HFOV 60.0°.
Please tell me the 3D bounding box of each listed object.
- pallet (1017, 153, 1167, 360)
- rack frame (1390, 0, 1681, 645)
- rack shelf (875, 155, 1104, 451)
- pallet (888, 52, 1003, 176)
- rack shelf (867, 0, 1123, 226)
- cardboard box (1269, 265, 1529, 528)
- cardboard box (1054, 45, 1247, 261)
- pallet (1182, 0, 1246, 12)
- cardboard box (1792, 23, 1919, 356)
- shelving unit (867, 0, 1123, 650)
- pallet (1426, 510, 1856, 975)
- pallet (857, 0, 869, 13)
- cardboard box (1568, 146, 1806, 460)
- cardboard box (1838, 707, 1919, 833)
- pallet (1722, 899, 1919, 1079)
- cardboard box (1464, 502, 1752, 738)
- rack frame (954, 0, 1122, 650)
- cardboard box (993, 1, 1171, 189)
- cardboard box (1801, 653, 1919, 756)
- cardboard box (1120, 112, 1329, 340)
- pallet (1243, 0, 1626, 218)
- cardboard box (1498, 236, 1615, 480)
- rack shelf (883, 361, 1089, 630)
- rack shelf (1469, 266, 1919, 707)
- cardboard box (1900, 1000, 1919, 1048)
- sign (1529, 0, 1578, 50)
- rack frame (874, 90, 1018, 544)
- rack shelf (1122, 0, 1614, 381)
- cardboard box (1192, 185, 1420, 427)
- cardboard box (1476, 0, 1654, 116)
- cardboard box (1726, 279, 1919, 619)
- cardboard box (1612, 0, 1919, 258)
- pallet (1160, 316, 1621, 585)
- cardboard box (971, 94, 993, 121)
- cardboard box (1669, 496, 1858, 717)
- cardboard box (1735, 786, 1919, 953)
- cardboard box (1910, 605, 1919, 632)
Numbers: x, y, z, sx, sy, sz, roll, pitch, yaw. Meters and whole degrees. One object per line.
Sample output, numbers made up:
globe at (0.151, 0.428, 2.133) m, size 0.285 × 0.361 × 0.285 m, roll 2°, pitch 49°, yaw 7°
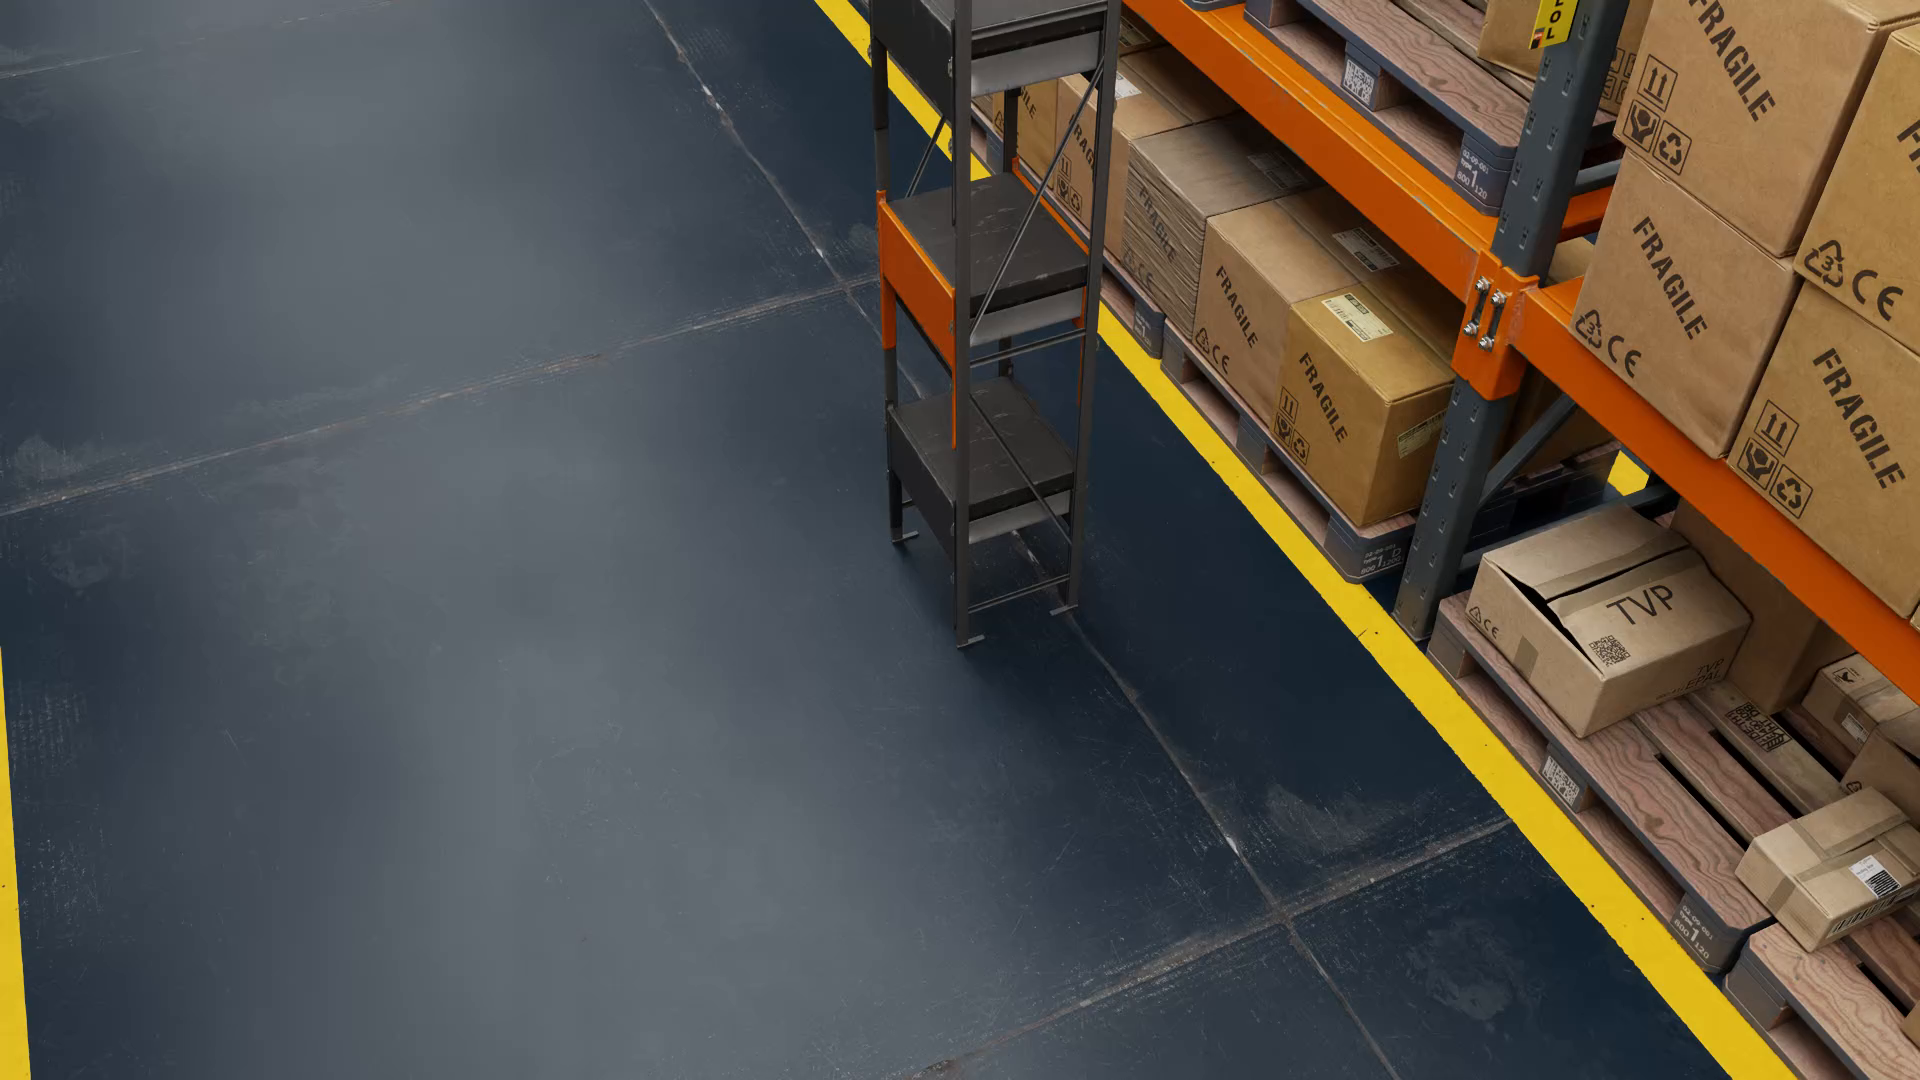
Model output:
pallet at (0.885, -1.237, 6.354) m, size 1.003 × 0.211 × 1.213 m, roll -18°, pitch 47°, yaw -17°
rack frame at (1.778, -0.944, 4.071) m, size 1.000 × 3.000 × 0.127 m, roll -18°, pitch 47°, yaw -17°
rack shelf at (0.070, -0.632, 4.415) m, size 0.431 × 0.518 × 0.480 m, roll -18°, pitch 47°, yaw -17°
pallet at (0.376, -2.014, 7.141) m, size 1.003 × 0.211 × 1.213 m, roll -18°, pitch 47°, yaw -17°
rack shelf at (0.070, -1.130, 3.924) m, size 0.431 × 0.518 × 0.480 m, roll -18°, pitch 47°, yaw -17°
cardboard box at (1.310, -0.441, 5.028) m, size 0.500 × 0.500 × 0.500 m, roll -18°, pitch 47°, yaw -18°
cardboard box at (0.684, -1.401, 6.001) m, size 0.500 × 0.500 × 0.500 m, roll -20°, pitch 48°, yaw -19°
pallet at (0.918, -2.187, 5.467) m, size 1.003 × 0.211 × 1.213 m, roll -18°, pitch 47°, yaw -17°
cardboard box at (1.938, -0.624, 2.963) m, size 0.500 × 0.500 × 0.500 m, roll -19°, pitch 48°, yaw -19°
shelving unit at (0.070, -0.642, 4.406) m, size 0.431 × 2.100 × 0.503 m, roll -18°, pitch 47°, yaw -17°
pallet at (2.066, 0.486, 4.607) m, size 1.003 × 0.211 × 1.213 m, roll -18°, pitch 47°, yaw -17°
pallet at (-0.215, -3.037, 8.177) m, size 1.003 × 0.211 × 1.213 m, roll -18°, pitch 47°, yaw -17°
cardboard box at (1.745, -0.575, 3.625) m, size 0.500 × 0.500 × 0.500 m, roll -17°, pitch 47°, yaw -16°
cardboard box at (2.590, 0.614, 4.094) m, size 0.500 × 0.311 × 0.500 m, roll -18°, pitch 47°, yaw -17°
pallet at (2.583, 1.265, 3.818) m, size 1.003 × 0.211 × 1.213 m, roll -18°, pitch 47°, yaw -17°
cardboard box at (1.758, 0.188, 4.525) m, size 0.500 × 0.311 × 0.500 m, roll -18°, pitch 47°, yaw -17°
rack frame at (0.172, -0.486, 4.248) m, size 0.400 × 2.100 × 0.015 m, roll -18°, pitch 47°, yaw -17°
cardboard box at (0.460, -1.733, 6.337) m, size 0.500 × 0.500 × 0.500 m, roll -19°, pitch 48°, yaw -18°
cardboard box at (2.487, 0.415, 4.411) m, size 0.380 × 0.149 × 0.250 m, roll -18°, pitch 47°, yaw -17°
cardboard box at (0.900, -1.078, 5.673) m, size 0.500 × 0.500 × 0.500 m, roll -17°, pitch 47°, yaw -17°
pallet at (1.541, -1.417, 4.687) m, size 1.003 × 0.211 × 1.213 m, roll -18°, pitch 47°, yaw -17°
cardboard box at (1.796, -0.591, 5.180) m, size 0.500 × 0.500 × 0.500 m, roll -20°, pitch 48°, yaw -19°
rack shelf at (0.070, -0.134, 4.907) m, size 0.431 × 0.518 × 0.480 m, roll -18°, pitch 47°, yaw -17°
rack shelf at (2.619, 0.586, 3.032) m, size 1.077 × 0.370 × 4.000 m, roll -18°, pitch 47°, yaw -17°
cardboard box at (2.573, 0.984, 3.582) m, size 0.797 × 0.503 × 0.637 m, roll -18°, pitch 47°, yaw -17°
sign at (1.276, -1.190, 3.496) m, size 0.100 × 0.325 × 0.005 m, roll -18°, pitch 47°, yaw -17°
rack frame at (-0.033, -0.797, 4.563) m, size 0.400 × 2.100 × 0.015 m, roll -18°, pitch 47°, yaw -17°
rack shelf at (0.937, -1.963, 5.616) m, size 1.077 × 0.370 × 4.000 m, roll -18°, pitch 47°, yaw -17°
cardboard box at (1.110, -0.758, 5.349) m, size 0.500 × 0.500 × 0.500 m, roll -18°, pitch 47°, yaw -17°
cardboard box at (1.782, -1.497, 4.262) m, size 0.700 × 0.500 × 0.500 m, roll -34°, pitch 54°, yaw -30°
cardboard box at (1.963, -0.249, 3.296) m, size 0.500 × 0.500 × 0.500 m, roll -17°, pitch 47°, yaw -17°
cardboard box at (1.721, -0.952, 3.296) m, size 0.500 × 0.500 × 0.500 m, roll -17°, pitch 47°, yaw -16°
pallet at (1.402, -0.459, 5.565) m, size 1.003 × 0.211 × 1.213 m, roll -18°, pitch 47°, yaw -17°
cardboard box at (0.253, -2.054, 6.662) m, size 0.500 × 0.500 × 0.500 m, roll -20°, pitch 48°, yaw -19°
cardboard box at (2.275, 0.068, 4.512) m, size 0.500 × 0.500 × 0.500 m, roll -18°, pitch 47°, yaw -17°
cardboard box at (2.131, 0.787, 4.020) m, size 0.380 × 0.166 × 0.250 m, roll -18°, pitch 47°, yaw -17°
cardboard box at (2.172, 0.070, 2.972) m, size 0.500 × 0.500 × 0.500 m, roll -18°, pitch 47°, yaw -18°
